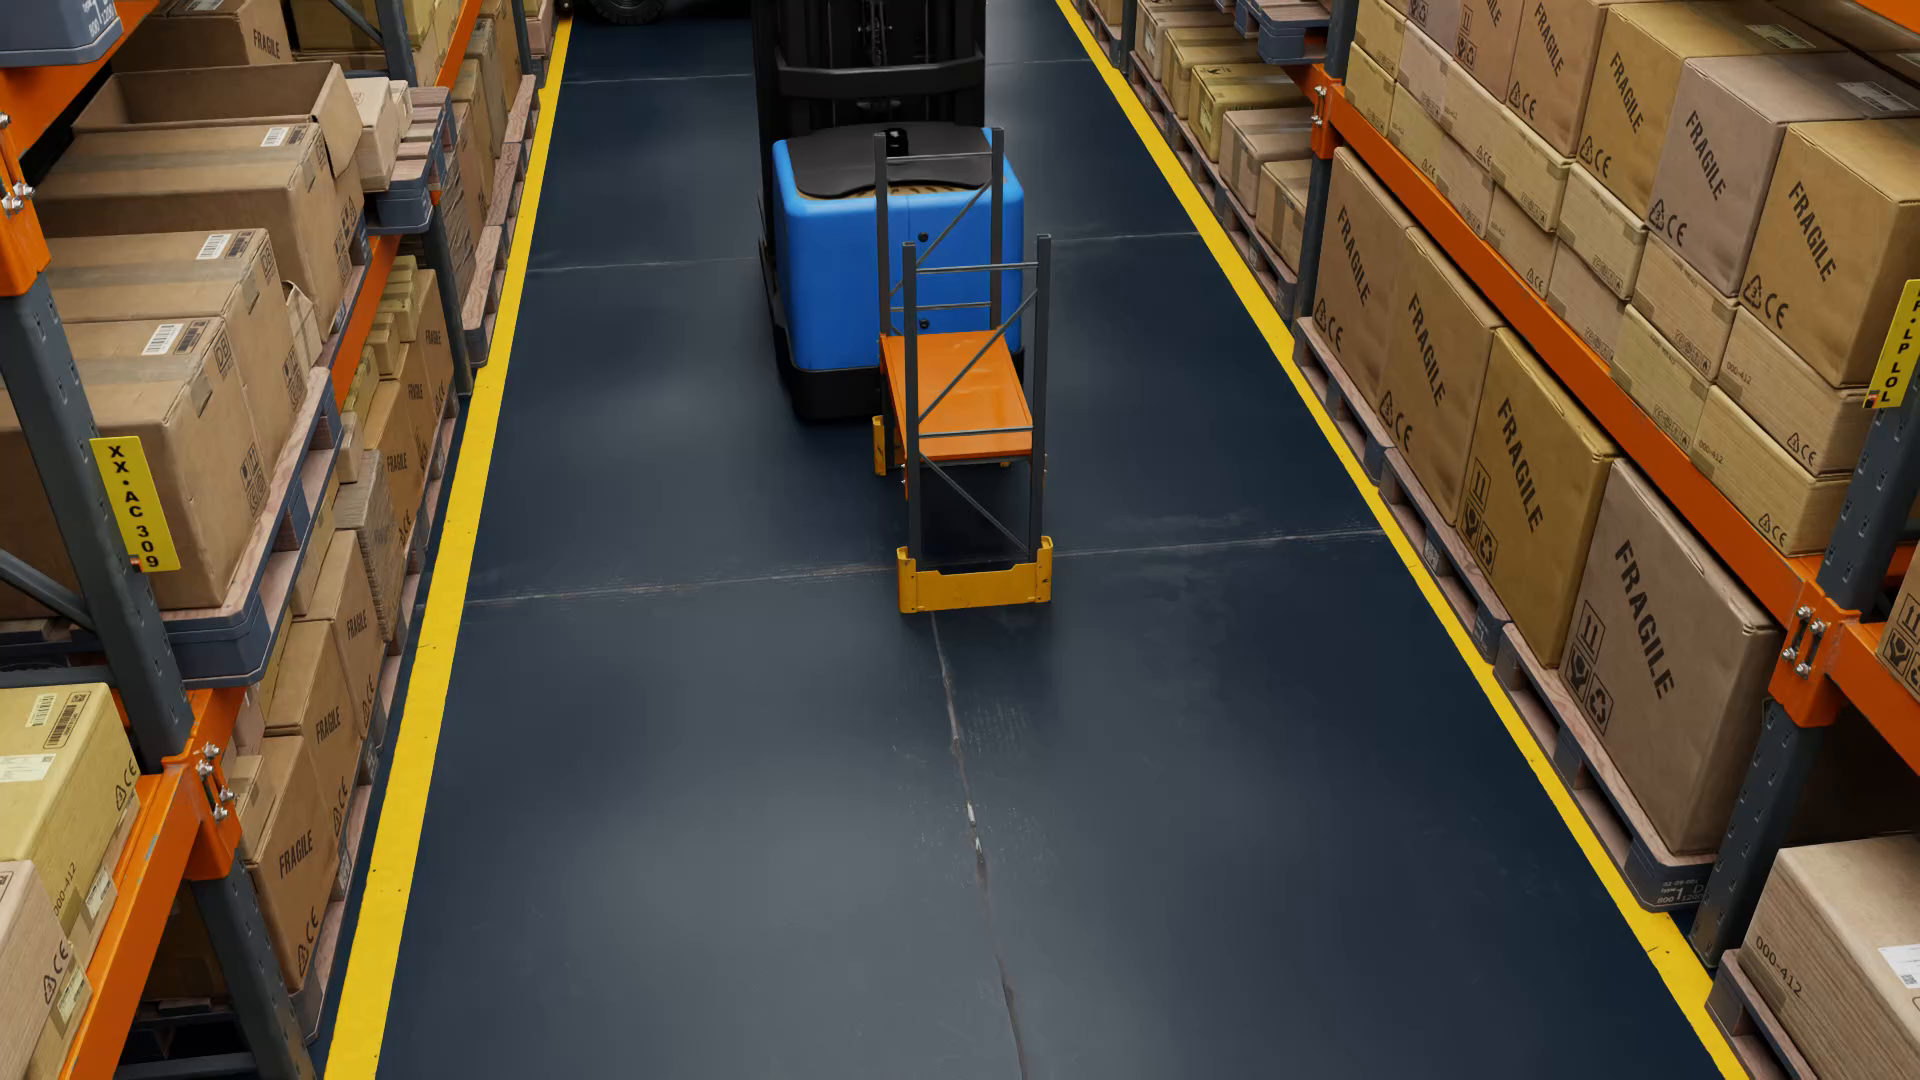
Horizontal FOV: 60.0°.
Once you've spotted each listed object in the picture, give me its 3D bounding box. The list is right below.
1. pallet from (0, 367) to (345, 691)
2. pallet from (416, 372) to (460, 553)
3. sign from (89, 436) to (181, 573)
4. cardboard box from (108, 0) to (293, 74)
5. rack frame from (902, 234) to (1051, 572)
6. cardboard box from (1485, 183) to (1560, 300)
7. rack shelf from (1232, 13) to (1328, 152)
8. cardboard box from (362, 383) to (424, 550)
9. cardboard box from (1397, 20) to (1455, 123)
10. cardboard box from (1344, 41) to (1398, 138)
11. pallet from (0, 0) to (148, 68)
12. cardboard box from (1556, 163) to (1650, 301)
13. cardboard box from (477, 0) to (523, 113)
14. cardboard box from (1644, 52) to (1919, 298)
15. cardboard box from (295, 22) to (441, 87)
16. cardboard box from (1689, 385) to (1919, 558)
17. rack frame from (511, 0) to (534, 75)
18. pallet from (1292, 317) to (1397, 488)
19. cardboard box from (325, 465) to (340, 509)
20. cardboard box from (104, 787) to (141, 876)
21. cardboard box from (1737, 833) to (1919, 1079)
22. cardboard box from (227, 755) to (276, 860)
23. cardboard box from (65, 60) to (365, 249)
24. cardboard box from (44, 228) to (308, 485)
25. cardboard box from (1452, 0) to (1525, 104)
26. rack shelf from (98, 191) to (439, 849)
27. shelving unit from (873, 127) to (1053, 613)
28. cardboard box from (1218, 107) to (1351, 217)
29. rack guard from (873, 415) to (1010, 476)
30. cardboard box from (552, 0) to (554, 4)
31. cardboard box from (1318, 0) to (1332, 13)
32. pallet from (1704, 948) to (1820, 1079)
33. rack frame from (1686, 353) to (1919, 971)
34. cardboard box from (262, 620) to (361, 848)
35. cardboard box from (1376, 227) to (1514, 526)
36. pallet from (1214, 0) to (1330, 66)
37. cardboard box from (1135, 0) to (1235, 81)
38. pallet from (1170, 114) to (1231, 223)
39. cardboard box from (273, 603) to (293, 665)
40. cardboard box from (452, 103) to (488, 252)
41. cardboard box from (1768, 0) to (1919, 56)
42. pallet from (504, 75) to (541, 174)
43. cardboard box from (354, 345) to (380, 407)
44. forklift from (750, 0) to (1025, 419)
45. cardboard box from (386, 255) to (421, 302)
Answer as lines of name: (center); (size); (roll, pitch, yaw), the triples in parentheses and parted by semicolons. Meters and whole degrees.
pallet: (-2.233, -0.041, 4.317); (1.003, 0.211, 1.213); (-4, 35, -6)
pallet: (-2.709, -0.327, 7.042); (1.003, 0.211, 1.213); (-4, 35, -6)
sign: (-1.697, -0.070, 3.420); (0.100, 0.325, 0.005); (-4, 35, -6)
cardboard box: (-2.858, -1.814, 6.287); (0.500, 0.500, 0.500); (-3, 34, -4)
rack frame: (0.057, -0.384, 5.981); (0.500, 1.500, 0.032); (-4, 35, -6)
cardboard box: (2.184, -1.069, 5.788); (0.500, 0.250, 0.500); (-4, 35, -6)
rack shelf: (1.877, -3.095, 9.267); (1.077, 0.370, 4.000); (-4, 35, -6)
cardboard box: (-2.372, -0.248, 6.296); (0.500, 0.500, 0.500); (-3, 34, -4)
cardboard box: (2.038, -1.831, 6.463); (0.500, 0.250, 0.500); (-4, 34, -5)
cardboard box: (1.963, -1.922, 7.041); (0.500, 0.250, 0.500); (-5, 35, -7)
pallet: (-2.252, -1.198, 3.347); (1.213, 0.211, 1.003); (-4, 35, -6)
cardboard box: (2.234, -0.984, 5.219); (0.500, 0.250, 0.500); (-4, 34, -5)
cardboard box: (-3.229, -3.033, 10.272); (0.875, 0.625, 0.625); (-3, 34, -4)
cardboard box: (2.298, -1.017, 4.603); (0.500, 0.500, 0.500); (-4, 34, -5)
cardboard box: (-2.590, -2.103, 7.305); (0.500, 0.250, 0.500); (-4, 35, -6)
cardboard box: (2.374, -0.214, 4.533); (0.500, 0.250, 0.500); (-5, 35, -8)
rack frame: (-3.310, -4.131, 10.148); (1.000, 3.000, 0.127); (-4, 35, -6)
pallet: (2.177, -0.679, 7.558); (1.003, 0.211, 1.213); (-4, 35, -6)
cardboard box: (-2.322, -0.168, 5.603); (0.380, 0.149, 0.250); (-4, 35, -6)
cardboard box: (-1.941, 0.596, 3.435); (0.380, 0.149, 0.250); (-4, 34, -6)
cardboard box: (2.662, 1.199, 4.229); (0.875, 0.438, 0.875); (-5, 35, -7)
cardboard box: (-2.019, 0.705, 4.323); (0.380, 0.149, 0.250); (-3, 34, -4)
cardboard box: (-2.369, -1.218, 5.409); (0.797, 0.503, 0.637); (-5, 35, -7)
cardboard box: (-2.147, -0.457, 4.296); (0.700, 0.500, 0.500); (-4, 34, -6)
cardboard box: (2.101, -1.871, 5.856); (0.500, 0.500, 0.500); (-3, 34, -5)
rack shelf: (-2.503, -0.485, 5.437); (1.077, 0.370, 4.000); (-4, 35, -6)
shelving unit: (-0.010, -0.662, 6.390); (0.587, 1.500, 1.083); (-4, 35, -6)
cardboard box: (1.973, -2.091, 9.116); (0.950, 0.372, 0.625); (-5, 35, -7)
rack guard: (-0.077, -0.424, 7.150); (0.587, 0.250, 0.087); (-4, 35, -6)
cardboard box: (-3.215, -4.031, 12.070); (0.500, 0.250, 0.500); (-4, 34, -6)
cardboard box: (1.869, -2.511, 7.622); (0.380, 0.149, 0.250); (-3, 34, -5)
pallet: (2.709, 1.538, 4.306); (1.003, 0.211, 1.213); (-4, 35, -6)
rack frame: (2.684, -0.044, 4.152); (1.000, 3.000, 0.127); (-4, 35, -6)
cardboard box: (-2.158, 0.610, 5.039); (0.500, 0.500, 0.500); (-5, 35, -7)
cardboard box: (2.272, -0.682, 6.601); (0.875, 0.875, 0.875); (-4, 34, -6)
pallet: (1.945, -2.587, 8.053); (1.213, 0.211, 1.003); (-4, 35, -6)
cardboard box: (1.681, -3.304, 10.895); (0.950, 0.372, 0.625); (-4, 34, -6)
pallet: (1.882, -2.240, 9.849); (1.003, 0.211, 1.213); (-4, 35, -6)
cardboard box: (-2.229, 0.262, 4.973); (0.380, 0.149, 0.250); (-5, 35, -7)
cardboard box: (-2.938, -1.804, 8.469); (0.875, 0.625, 0.625); (-3, 34, -5)
cardboard box: (2.749, -1.328, 5.059); (0.500, 0.500, 0.500); (-5, 35, -8)
pallet: (-3.172, -2.570, 10.334); (1.003, 0.211, 1.213); (-4, 35, -6)
cardboard box: (-2.405, -0.600, 6.237); (0.380, 0.149, 0.250); (-3, 34, -5)
forklift: (-0.466, -2.572, 7.921); (1.130, 2.935, 3.031); (-6, 35, -8)
cardboard box: (-2.455, -1.051, 6.899); (0.380, 0.149, 0.250); (-6, 35, -9)
